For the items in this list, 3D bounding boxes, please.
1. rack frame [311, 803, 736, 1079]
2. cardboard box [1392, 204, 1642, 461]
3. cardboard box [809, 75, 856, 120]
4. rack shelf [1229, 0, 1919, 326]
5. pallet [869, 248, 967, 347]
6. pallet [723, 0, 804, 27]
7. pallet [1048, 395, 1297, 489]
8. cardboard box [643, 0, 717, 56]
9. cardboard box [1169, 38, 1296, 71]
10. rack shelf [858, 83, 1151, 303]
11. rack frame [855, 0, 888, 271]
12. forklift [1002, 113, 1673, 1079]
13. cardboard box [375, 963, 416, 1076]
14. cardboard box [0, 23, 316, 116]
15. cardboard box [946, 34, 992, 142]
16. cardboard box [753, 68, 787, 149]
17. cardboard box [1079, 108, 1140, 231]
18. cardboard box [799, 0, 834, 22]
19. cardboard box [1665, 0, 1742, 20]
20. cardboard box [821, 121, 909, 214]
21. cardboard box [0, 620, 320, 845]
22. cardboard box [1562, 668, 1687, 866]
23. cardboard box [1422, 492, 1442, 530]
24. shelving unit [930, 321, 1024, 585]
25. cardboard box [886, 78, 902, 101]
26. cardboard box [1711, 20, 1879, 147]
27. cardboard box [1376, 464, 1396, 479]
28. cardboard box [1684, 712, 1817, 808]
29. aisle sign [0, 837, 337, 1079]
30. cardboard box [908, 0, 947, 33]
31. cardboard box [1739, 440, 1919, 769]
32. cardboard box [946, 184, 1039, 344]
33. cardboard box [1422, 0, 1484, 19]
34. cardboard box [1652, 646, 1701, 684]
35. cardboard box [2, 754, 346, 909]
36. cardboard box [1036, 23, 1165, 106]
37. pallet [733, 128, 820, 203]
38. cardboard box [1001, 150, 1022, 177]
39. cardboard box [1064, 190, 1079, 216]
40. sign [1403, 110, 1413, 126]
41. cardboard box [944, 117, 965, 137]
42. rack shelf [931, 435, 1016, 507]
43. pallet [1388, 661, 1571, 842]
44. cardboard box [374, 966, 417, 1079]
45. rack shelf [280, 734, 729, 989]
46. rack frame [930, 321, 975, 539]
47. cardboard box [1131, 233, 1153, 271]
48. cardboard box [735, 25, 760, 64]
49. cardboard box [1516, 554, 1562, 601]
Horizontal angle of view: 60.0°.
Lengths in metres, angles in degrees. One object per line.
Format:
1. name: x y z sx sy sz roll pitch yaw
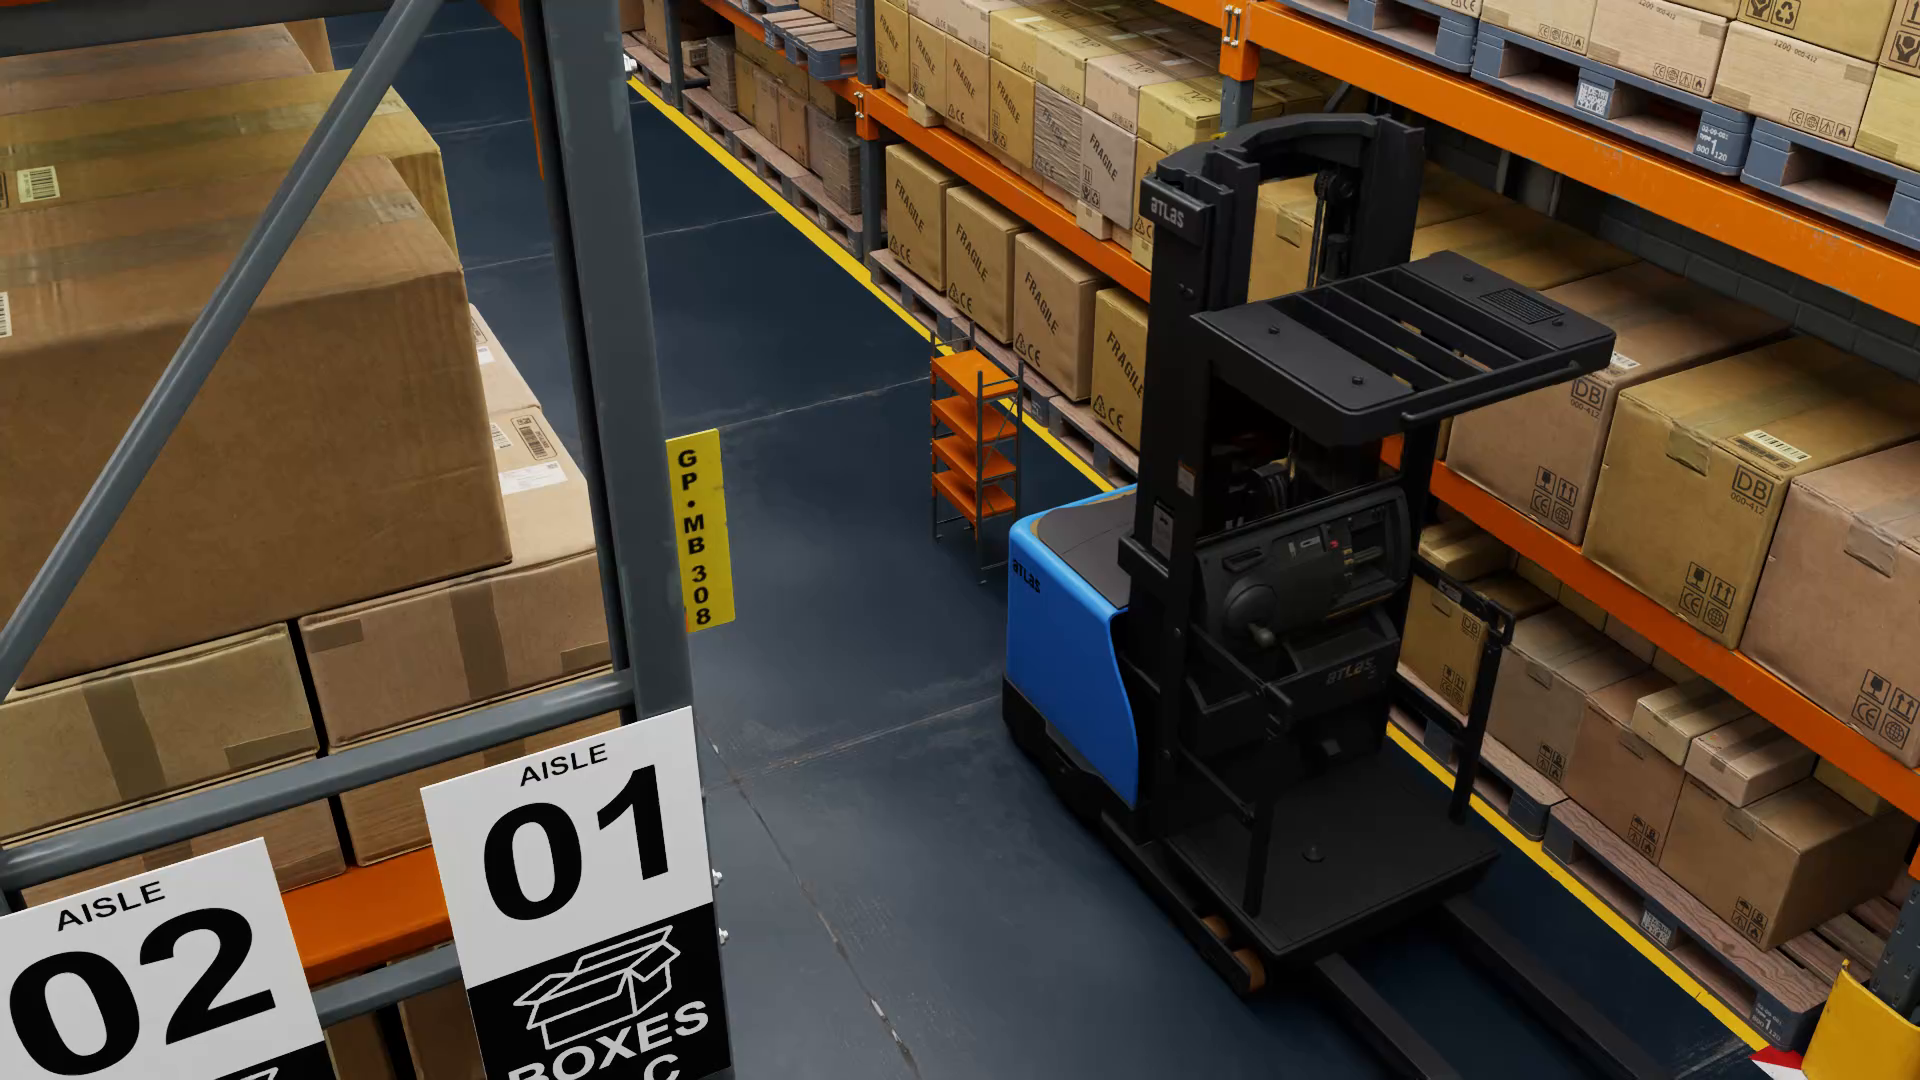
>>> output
1. rack frame: -0.862 1.762 3.219 1.000 3.000 0.127 -16 36 -23
2. cardboard box: 2.228 -0.908 7.109 0.980 0.700 0.700 -17 36 -24
3. cardboard box: -0.803 -3.370 12.444 0.500 0.250 0.500 -15 36 -22
4. rack shelf: 2.586 -1.400 6.041 1.077 0.370 4.000 -16 36 -23
5. pallet: 0.090 -1.734 11.261 1.003 0.211 1.213 -16 36 -23
6. pallet: -1.170 -4.157 12.636 1.003 0.211 1.213 -16 36 -23
7. pallet: 1.227 -0.570 9.444 1.003 0.211 1.213 -16 36 -23
8. cardboard box: -2.596 -4.831 15.419 0.500 0.500 0.500 -19 37 -27
9. cardboard box: 1.420 -2.419 8.663 0.500 0.250 0.500 -15 36 -23
10. rack shelf: 0.721 -2.046 9.830 1.077 0.370 4.000 -16 36 -23
11. rack frame: -0.211 -3.304 11.126 1.000 3.000 0.127 -16 36 -23
12. forklift: 1.347 0.156 5.790 1.130 2.935 3.031 -17 36 -24
13. cardboard box: -1.086 0.773 3.743 0.500 0.500 0.500 -15 36 -23
14. cardboard box: -1.602 -0.677 3.226 0.700 0.500 0.500 -16 36 -23
15. cardboard box: 0.255 -2.694 9.787 0.500 0.500 0.500 -16 36 -23
16. cardboard box: -1.231 -3.511 13.358 0.700 0.500 0.500 -15 36 -23
17. cardboard box: 0.969 -1.968 8.655 0.500 0.500 0.500 -16 36 -23
18. cardboard box: -0.724 -4.013 11.732 0.700 0.500 0.500 -19 37 -28
19. cardboard box: 2.462 -1.989 5.256 0.500 0.500 0.500 -18 37 -25
20. cardboard box: -0.593 -2.767 12.197 0.700 0.500 0.500 -15 36 -22
21. cardboard box: -1.327 0.171 2.598 0.500 0.250 0.500 -16 36 -23
22. cardboard box: 2.871 0.842 6.583 0.700 0.500 0.500 -16 36 -23
23. cardboard box: 2.143 0.104 7.735 0.700 0.500 0.500 -16 36 -24
24. shelving unit: 0.077 -0.426 8.303 0.258 1.200 0.503 -16 36 -23
25. cardboard box: -0.263 -2.991 10.852 0.380 0.149 0.250 -16 36 -24
26. cardboard box: 2.699 -1.435 5.086 0.500 0.250 0.500 -17 36 -25
27. cardboard box: 1.910 -0.200 7.608 0.380 0.149 0.250 -15 35 -22
28. cardboard box: 2.883 0.792 6.059 0.380 0.149 0.250 -16 36 -24
29. aisle sign: -1.101 0.777 2.347 0.394 0.787 0.004 -16 36 -23
30. cardboard box: 0.024 -3.257 9.972 0.500 0.250 0.500 -16 36 -24
31. cardboard box: 3.272 0.147 5.462 0.980 0.700 0.700 -14 35 -21
32. cardboard box: 0.418 -1.772 10.338 0.750 0.750 0.750 -16 36 -23
33. cardboard box: 1.968 -2.171 6.234 0.500 0.250 0.500 -17 36 -24
34. cardboard box: 2.986 0.456 6.584 0.380 0.149 0.250 -16 36 -23
35. cardboard box: -1.335 0.383 2.730 0.500 0.250 0.500 -16 36 -23
36. cardboard box: 0.742 -2.535 8.844 0.500 0.250 0.500 -15 36 -22
37. pallet: -1.139 -3.084 13.368 1.003 0.211 1.213 -16 36 -23
38. cardboard box: 0.462 -2.262 9.714 0.380 0.149 0.250 -16 36 -23
39. cardboard box: 0.796 -1.882 9.121 0.380 0.149 0.250 -16 36 -23
40. sign: 2.144 -1.933 8.111 0.100 0.325 0.005 -16 36 -23
41. cardboard box: 0.122 -2.631 10.291 0.380 0.149 0.250 -16 36 -24
42. rack shelf: 0.077 -0.370 8.339 0.258 0.148 0.480 -16 36 -23
43. pallet: 2.512 0.745 7.392 1.003 0.211 1.213 -16 36 -23
44. cardboard box: -1.081 1.197 4.009 0.500 0.500 0.500 -16 36 -24
45. rack shelf: -1.794 -0.153 4.094 1.077 0.370 4.000 -16 36 -23
46. rack frame: -0.037 -0.543 8.485 0.240 1.200 0.015 -16 36 -23
47. cardboard box: 1.107 -1.502 8.528 0.380 0.149 0.250 -15 36 -22
48. cardboard box: -1.510 -4.105 13.590 0.500 0.250 0.500 -17 36 -24
49. cardboard box: 2.629 0.092 7.153 0.380 0.149 0.250 -17 36 -24
